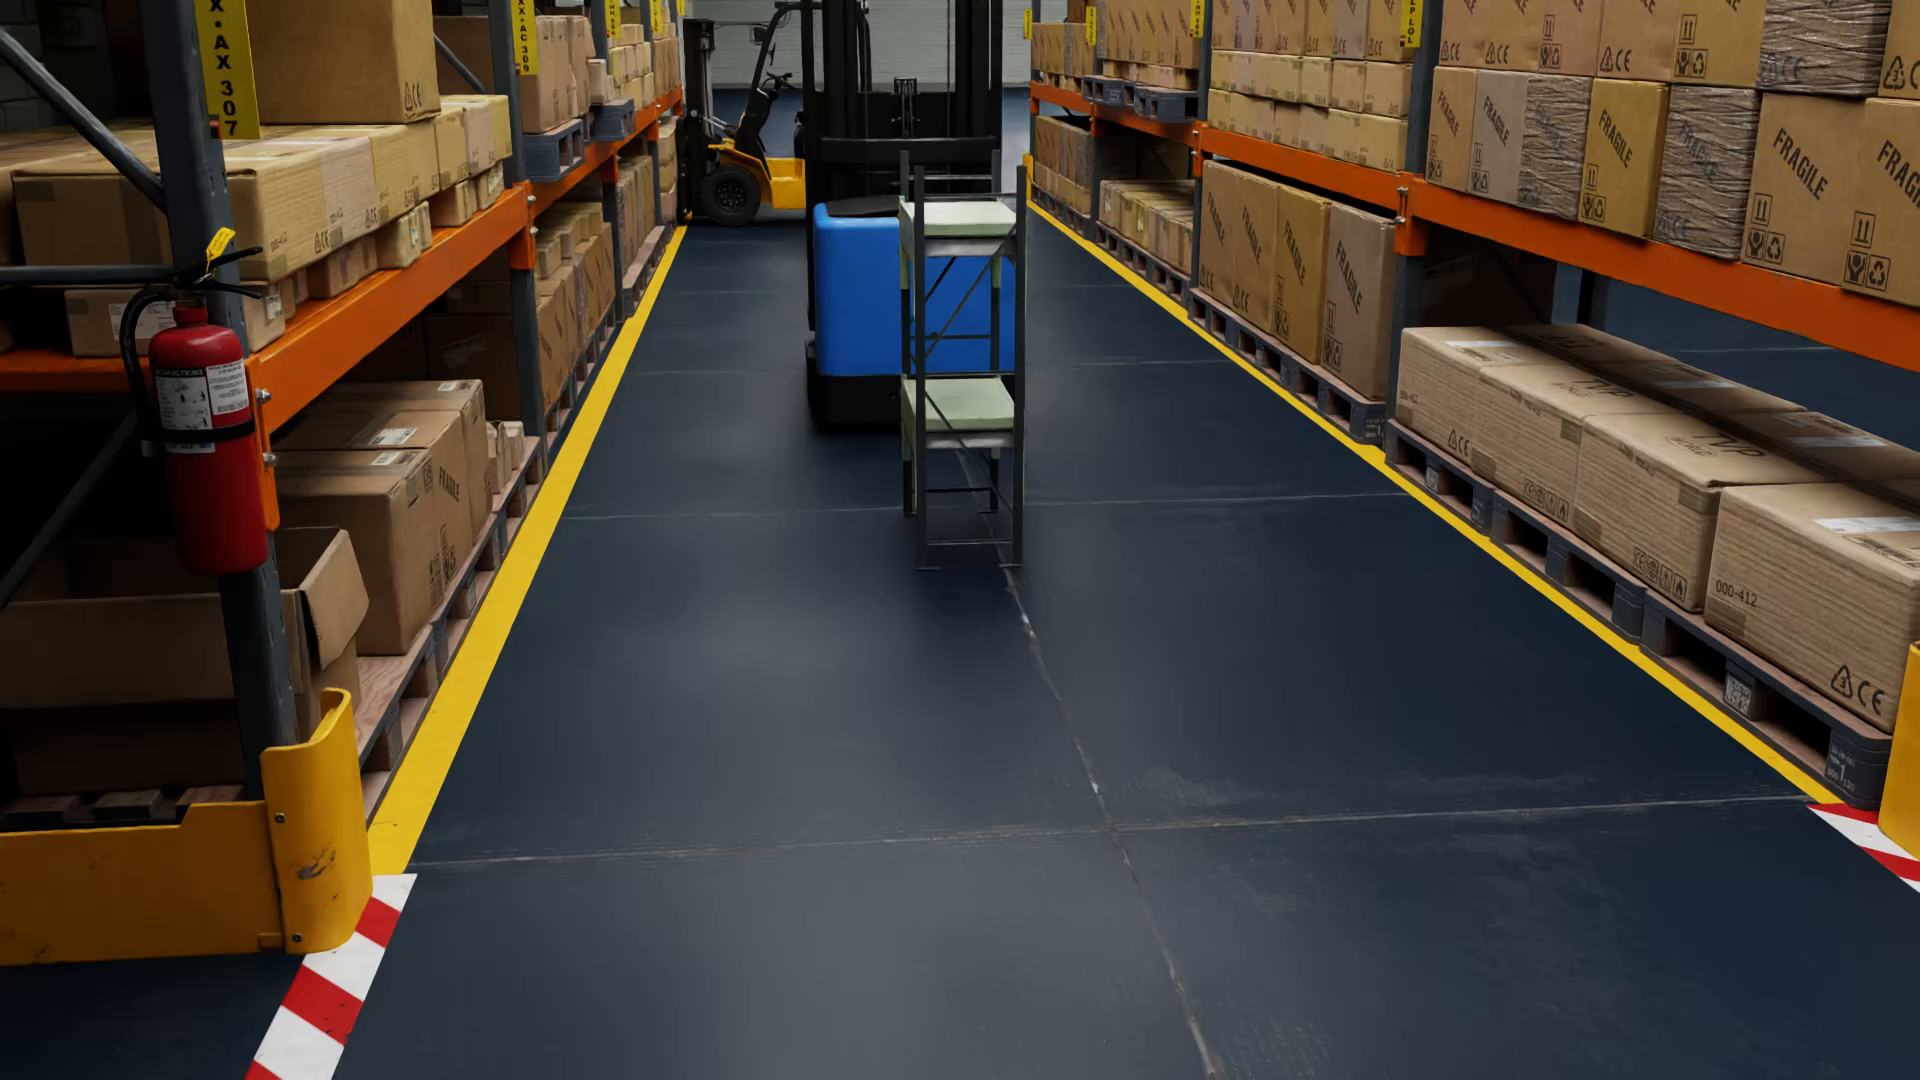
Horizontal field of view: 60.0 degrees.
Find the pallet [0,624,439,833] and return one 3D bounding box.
[{"bbox_3d":[-2.066,0.553,4.564,1.003,0.211,1.213,-2,18,-6],"label":"pallet"}]

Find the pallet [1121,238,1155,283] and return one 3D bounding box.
[{"bbox_3d":[1.935,-2.321,13.716,1.003,0.211,1.213,-2,18,-6],"label":"pallet"}]

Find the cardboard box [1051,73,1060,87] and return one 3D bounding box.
[{"bbox_3d":[1.169,-4.902,17.703,0.380,0.149,0.250,-1,17,-4],"label":"cardboard box"}]

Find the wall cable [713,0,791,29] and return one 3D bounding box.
[{"bbox_3d":[-6.532,-16.287,48.714,3.097,2.526,0.112,-2,18,-6],"label":"wall cable"}]

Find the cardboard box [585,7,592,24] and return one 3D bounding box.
[{"bbox_3d":[-3.530,-4.754,15.064,0.380,0.149,0.250,-2,18,-7],"label":"cardboard box"}]

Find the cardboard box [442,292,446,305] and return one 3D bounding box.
[{"bbox_3d":[-2.265,-1.222,7.950,0.380,0.149,0.250,-2,18,-7],"label":"cardboard box"}]

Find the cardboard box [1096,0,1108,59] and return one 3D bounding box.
[{"bbox_3d":[1.488,-4.489,14.602,0.500,0.500,0.500,-1,17,-4],"label":"cardboard box"}]

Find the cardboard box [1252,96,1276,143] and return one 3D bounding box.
[{"bbox_3d":[2.056,-2.521,9.951,0.500,0.250,0.500,-1,17,-4],"label":"cardboard box"}]

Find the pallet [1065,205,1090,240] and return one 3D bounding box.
[{"bbox_3d":[1.620,-3.116,16.249,1.003,0.211,1.213,-2,18,-6],"label":"pallet"}]

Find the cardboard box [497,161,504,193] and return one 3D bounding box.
[{"bbox_3d":[-2.103,-1.502,6.873,0.380,0.149,0.250,-2,17,-5],"label":"cardboard box"}]

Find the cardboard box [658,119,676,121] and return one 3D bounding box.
[{"bbox_3d":[-3.209,-4.370,17.810,0.500,0.250,0.500,-1,17,-5],"label":"cardboard box"}]

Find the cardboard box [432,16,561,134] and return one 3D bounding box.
[{"bbox_3d":[-2.215,-2.108,7.517,0.700,0.500,0.500,-1,17,-4],"label":"cardboard box"}]

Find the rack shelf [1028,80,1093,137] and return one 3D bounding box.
[{"bbox_3d":[1.518,-4.500,17.203,1.077,0.370,4.000,-2,18,-6],"label":"rack shelf"}]

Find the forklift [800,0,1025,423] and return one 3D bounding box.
[{"bbox_3d":[-0.340,-2.377,9.357,1.130,2.935,3.031,-2,18,-6],"label":"forklift"}]

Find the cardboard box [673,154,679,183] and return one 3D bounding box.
[{"bbox_3d":[-3.049,-3.673,16.425,0.500,0.250,0.500,-2,18,-6],"label":"cardboard box"}]

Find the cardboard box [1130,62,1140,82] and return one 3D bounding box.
[{"bbox_3d":[1.574,-3.764,13.377,0.380,0.149,0.250,-1,17,-4],"label":"cardboard box"}]

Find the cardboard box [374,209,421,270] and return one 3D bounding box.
[{"bbox_3d":[-1.819,-0.889,4.922,0.380,0.149,0.250,-2,18,-7],"label":"cardboard box"}]

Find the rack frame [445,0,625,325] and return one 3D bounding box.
[{"bbox_3d":[-2.800,-2.901,10.910,1.000,3.000,0.127,-2,18,-6],"label":"rack frame"}]

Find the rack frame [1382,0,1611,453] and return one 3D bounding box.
[{"bbox_3d":[2.550,-1.864,7.606,1.000,3.000,0.127,-2,18,-6],"label":"rack frame"}]

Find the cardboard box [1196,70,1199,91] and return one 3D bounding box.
[{"bbox_3d":[1.869,-3.226,11.664,0.380,0.149,0.250,-1,17,-4],"label":"cardboard box"}]

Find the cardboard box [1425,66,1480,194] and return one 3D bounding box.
[{"bbox_3d":[2.338,-1.763,7.120,0.500,0.500,0.500,-1,17,-4],"label":"cardboard box"}]

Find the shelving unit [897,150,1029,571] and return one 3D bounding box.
[{"bbox_3d":[-0.001,-0.718,6.459,0.431,1.500,0.755,-2,18,-6],"label":"shelving unit"}]

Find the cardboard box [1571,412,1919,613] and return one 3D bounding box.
[{"bbox_3d":[2.692,-0.116,5.615,0.875,0.438,0.875,-1,17,-4],"label":"cardboard box"}]

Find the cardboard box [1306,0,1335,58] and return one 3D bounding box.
[{"bbox_3d":[2.160,-2.819,8.813,0.500,0.500,0.500,-1,17,-4],"label":"cardboard box"}]

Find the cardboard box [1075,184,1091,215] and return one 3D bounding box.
[{"bbox_3d":[1.396,-3.303,16.081,0.500,0.250,0.500,-1,17,-3],"label":"cardboard box"}]

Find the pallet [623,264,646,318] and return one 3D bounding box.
[{"bbox_3d":[-2.846,-1.817,12.112,1.003,0.211,1.213,-2,18,-6],"label":"pallet"}]

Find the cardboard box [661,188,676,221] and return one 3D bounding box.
[{"bbox_3d":[-2.933,-3.136,15.546,0.500,0.250,0.500,-2,18,-5],"label":"cardboard box"}]

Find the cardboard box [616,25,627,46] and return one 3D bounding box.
[{"bbox_3d":[-2.683,-3.746,12.353,0.380,0.149,0.250,-1,17,-4],"label":"cardboard box"}]

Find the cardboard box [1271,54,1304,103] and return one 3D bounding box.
[{"bbox_3d":[2.074,-2.609,9.397,0.500,0.250,0.500,-1,17,-5],"label":"cardboard box"}]

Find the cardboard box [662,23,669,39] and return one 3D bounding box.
[{"bbox_3d":[-3.154,-5.166,16.873,0.380,0.149,0.250,-2,18,-5],"label":"cardboard box"}]

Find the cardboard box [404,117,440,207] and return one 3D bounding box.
[{"bbox_3d":[-1.935,-1.184,5.195,0.500,0.250,0.500,-2,18,-7],"label":"cardboard box"}]

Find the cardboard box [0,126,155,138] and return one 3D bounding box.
[{"bbox_3d":[-2.384,-1.018,4.666,0.500,0.250,0.500,-1,17,-4],"label":"cardboard box"}]

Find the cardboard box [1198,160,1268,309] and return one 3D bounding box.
[{"bbox_3d":[2.126,-2.034,10.993,0.875,0.875,0.875,-2,18,-6],"label":"cardboard box"}]

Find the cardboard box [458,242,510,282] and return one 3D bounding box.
[{"bbox_3d":[-2.220,-1.282,7.644,0.380,0.149,0.250,-2,18,-7],"label":"cardboard box"}]

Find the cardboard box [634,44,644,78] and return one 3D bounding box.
[{"bbox_3d":[-2.800,-3.816,13.239,0.500,0.250,0.500,-1,17,-5],"label":"cardboard box"}]

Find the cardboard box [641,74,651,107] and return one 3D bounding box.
[{"bbox_3d":[-2.843,-3.729,13.799,0.500,0.250,0.500,-2,18,-6],"label":"cardboard box"}]

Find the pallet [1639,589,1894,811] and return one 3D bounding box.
[{"bbox_3d":[2.802,0.423,4.978,1.003,0.211,1.213,-2,18,-6],"label":"pallet"}]

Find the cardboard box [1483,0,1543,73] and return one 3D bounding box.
[{"bbox_3d":[2.404,-2.088,6.485,0.500,0.500,0.500,-2,18,-6],"label":"cardboard box"}]

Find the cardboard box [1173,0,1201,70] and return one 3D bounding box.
[{"bbox_3d":[1.814,-3.572,11.683,0.500,0.500,0.500,-2,18,-7],"label":"cardboard box"}]

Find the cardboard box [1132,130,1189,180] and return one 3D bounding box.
[{"bbox_3d":[1.932,-3.678,16.021,0.500,0.500,0.500,-1,17,-3],"label":"cardboard box"}]

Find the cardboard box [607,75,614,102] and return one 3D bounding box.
[{"bbox_3d":[-2.350,-2.798,10.299,0.380,0.149,0.250,-1,17,-5],"label":"cardboard box"}]

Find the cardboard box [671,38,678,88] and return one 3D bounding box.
[{"bbox_3d":[-3.269,-5.039,17.552,0.500,0.500,0.500,-1,17,-4],"label":"cardboard box"}]

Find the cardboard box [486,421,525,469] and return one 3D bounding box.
[{"bbox_3d":[-2.038,-0.393,6.978,0.380,0.149,0.250,-2,18,-7],"label":"cardboard box"}]

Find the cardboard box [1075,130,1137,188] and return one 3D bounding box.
[{"bbox_3d":[1.397,-3.661,15.969,0.500,0.500,0.500,-2,18,-6],"label":"cardboard box"}]

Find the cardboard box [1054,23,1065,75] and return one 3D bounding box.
[{"bbox_3d":[1.256,-5.022,17.001,0.500,0.500,0.500,-2,18,-7],"label":"cardboard box"}]

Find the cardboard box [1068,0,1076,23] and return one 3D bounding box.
[{"bbox_3d":[1.582,-5.960,18.321,0.700,0.500,0.500,-2,18,-7],"label":"cardboard box"}]

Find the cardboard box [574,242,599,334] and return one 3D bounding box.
[{"bbox_3d":[-2.444,-1.484,9.869,0.500,0.500,0.500,-1,17,-3],"label":"cardboard box"}]

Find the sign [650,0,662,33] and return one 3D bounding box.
[{"bbox_3d":[-2.674,-4.627,14.607,0.100,0.325,0.005,-2,18,-6],"label":"sign"}]

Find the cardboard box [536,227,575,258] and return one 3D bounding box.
[{"bbox_3d":[-2.388,-1.683,9.419,0.380,0.149,0.250,-3,18,-8],"label":"cardboard box"}]

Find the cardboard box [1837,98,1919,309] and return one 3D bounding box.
[{"bbox_3d":[2.649,-0.855,4.226,0.500,0.500,0.500,-2,18,-5],"label":"cardboard box"}]

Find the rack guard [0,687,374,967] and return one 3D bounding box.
[{"bbox_3d":[-1.982,0.652,3.764,1.175,0.500,0.348,-2,18,-6],"label":"rack guard"}]

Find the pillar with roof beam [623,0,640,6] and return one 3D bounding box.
[{"bbox_3d":[-1.405,-11.620,28.665,9.100,9.000,0.400,-2,18,-6],"label":"pillar with roof beam"}]
